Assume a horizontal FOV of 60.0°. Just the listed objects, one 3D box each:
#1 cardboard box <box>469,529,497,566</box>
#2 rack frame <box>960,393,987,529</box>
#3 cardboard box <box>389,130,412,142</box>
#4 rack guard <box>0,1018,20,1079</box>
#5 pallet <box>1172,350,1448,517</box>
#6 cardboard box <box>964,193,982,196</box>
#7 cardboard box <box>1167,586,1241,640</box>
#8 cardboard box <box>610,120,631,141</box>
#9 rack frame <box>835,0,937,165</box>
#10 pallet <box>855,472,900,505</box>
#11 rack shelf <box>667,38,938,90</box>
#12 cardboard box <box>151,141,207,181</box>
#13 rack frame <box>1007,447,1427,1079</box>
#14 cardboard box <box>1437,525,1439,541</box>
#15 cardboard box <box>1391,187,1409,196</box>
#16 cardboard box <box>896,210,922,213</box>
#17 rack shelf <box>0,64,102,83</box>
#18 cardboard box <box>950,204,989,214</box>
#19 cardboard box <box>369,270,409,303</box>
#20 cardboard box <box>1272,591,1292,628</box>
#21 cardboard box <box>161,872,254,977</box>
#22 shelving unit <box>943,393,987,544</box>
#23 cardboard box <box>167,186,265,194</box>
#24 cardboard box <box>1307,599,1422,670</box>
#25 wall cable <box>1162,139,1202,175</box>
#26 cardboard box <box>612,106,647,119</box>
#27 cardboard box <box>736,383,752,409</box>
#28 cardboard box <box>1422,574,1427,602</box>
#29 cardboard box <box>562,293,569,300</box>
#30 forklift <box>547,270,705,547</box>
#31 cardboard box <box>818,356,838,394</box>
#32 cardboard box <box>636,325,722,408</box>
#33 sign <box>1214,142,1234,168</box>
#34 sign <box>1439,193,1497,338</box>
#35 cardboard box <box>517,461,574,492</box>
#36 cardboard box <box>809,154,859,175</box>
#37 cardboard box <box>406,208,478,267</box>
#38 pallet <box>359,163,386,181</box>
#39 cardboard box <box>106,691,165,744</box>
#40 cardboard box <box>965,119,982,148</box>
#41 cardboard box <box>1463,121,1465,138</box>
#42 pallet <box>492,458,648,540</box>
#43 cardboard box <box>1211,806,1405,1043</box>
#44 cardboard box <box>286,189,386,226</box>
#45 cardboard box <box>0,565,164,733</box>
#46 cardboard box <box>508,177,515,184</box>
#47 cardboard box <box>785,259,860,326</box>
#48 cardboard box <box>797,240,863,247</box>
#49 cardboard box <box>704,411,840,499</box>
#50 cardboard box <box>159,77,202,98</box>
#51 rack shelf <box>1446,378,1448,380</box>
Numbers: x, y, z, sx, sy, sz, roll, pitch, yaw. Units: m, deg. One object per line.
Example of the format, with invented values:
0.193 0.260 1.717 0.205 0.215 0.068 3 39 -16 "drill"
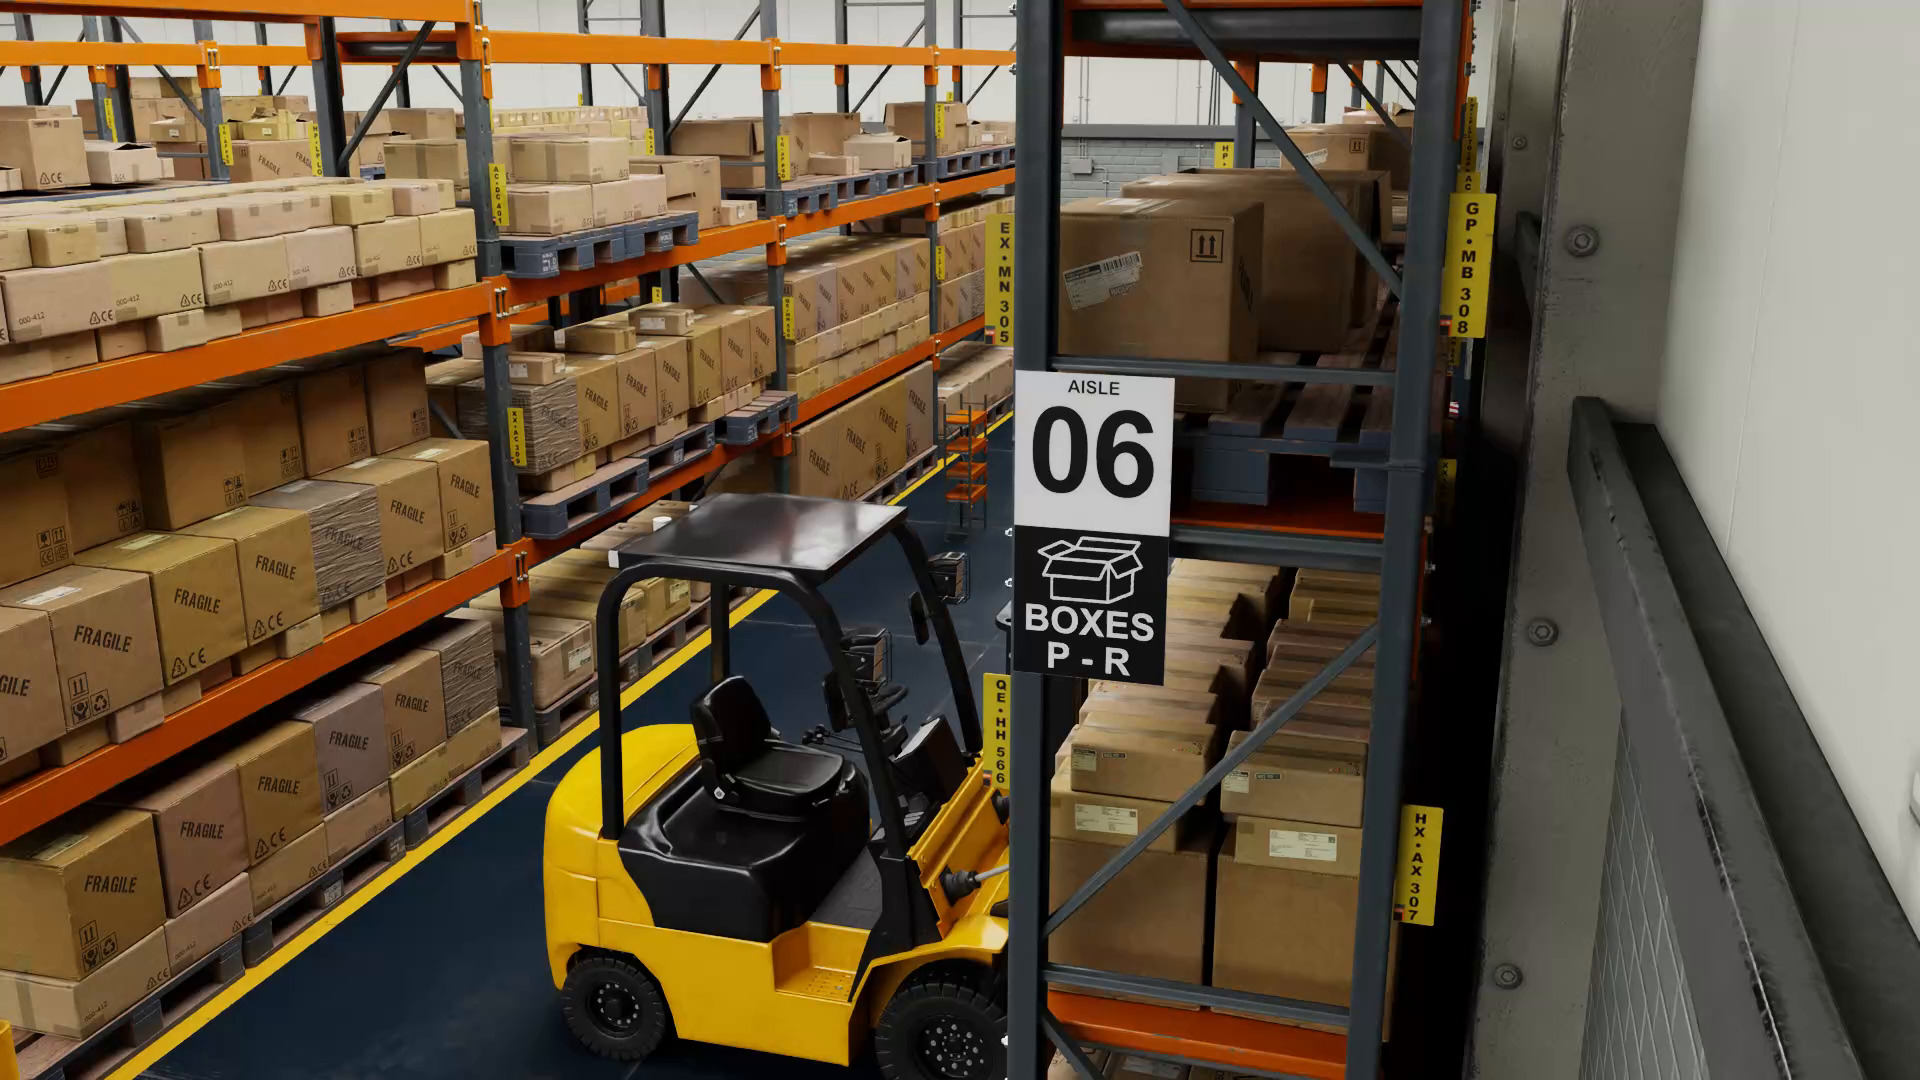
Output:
-2.795 0.030 9.187 0.380 0.149 0.250 4 16 15 "cardboard box"
0.116 -0.684 14.543 0.240 1.200 0.015 5 16 16 "rack frame"
-5.949 -4.037 16.963 0.500 0.311 0.500 4 16 15 "cardboard box"
-4.111 2.030 6.254 1.175 0.500 0.348 5 16 16 "rack guard"
0.853 -0.352 4.737 1.003 0.211 1.213 5 16 16 "pallet"
0.048 -4.108 20.111 0.380 0.149 0.250 5 17 17 "cardboard box"
0.793 0.277 5.940 0.380 0.149 0.250 5 17 17 "cardboard box"
-4.392 -5.033 20.438 0.500 0.250 0.500 4 16 14 "cardboard box"
-0.723 -5.178 16.093 1.000 3.000 0.127 5 16 16 "rack frame"
-1.215 -0.422 15.431 1.003 0.211 1.213 5 16 16 "pallet"
-1.291 -4.116 14.401 1.077 0.370 4.000 5 16 16 "rack shelf"
-6.716 -3.263 14.656 0.500 0.500 0.500 5 16 16 "cardboard box"
0.627 1.232 4.490 1.000 3.000 0.127 5 16 16 "rack frame"
3.598 -0.214 13.399 0.500 0.500 0.500 6 17 19 "cardboard box"
2.641 -1.995 9.845 0.380 0.166 0.250 5 16 16 "cardboard box"
-0.626 -3.431 17.724 0.380 0.149 0.250 4 16 15 "cardboard box"
-10.793 -4.885 17.111 1.077 0.370 4.000 5 16 16 "rack shelf"
0.101 -3.665 18.548 0.380 0.149 0.250 5 17 18 "cardboard box"
-2.999 -1.287 8.332 0.380 0.149 0.250 5 17 16 "cardboard box"
1.112 0.503 6.875 0.500 0.500 0.500 4 16 15 "cardboard box"
-3.486 1.646 7.298 0.500 0.250 0.500 5 17 18 "cardboard box"
0.047 -0.621 14.318 0.258 1.200 0.503 5 16 16 "shelving unit"
-3.629 -1.642 8.124 0.380 0.149 0.250 4 16 15 "cardboard box"
1.400 0.326 5.767 0.380 0.149 0.250 4 16 15 "cardboard box"
3.357 -5.197 25.293 0.588 1.984 0.122 5 16 16 "wall cable"
-4.174 -5.389 20.963 0.380 0.149 0.250 4 16 15 "cardboard box"
-1.763 -1.077 12.321 0.380 0.149 0.250 4 16 15 "cardboard box"
1.761 0.137 6.979 0.380 0.149 0.250 5 17 16 "cardboard box"
-4.776 -2.925 19.606 0.380 0.149 0.250 5 17 18 "cardboard box"
-3.139 -1.502 14.254 1.130 2.935 3.031 5 17 17 "forklift"
-1.350 -1.417 14.104 0.500 0.250 0.500 4 16 14 "cardboard box"
-2.001 -1.230 11.670 0.500 0.500 0.500 3 16 12 "cardboard box"
1.241 -1.697 7.796 0.100 0.325 0.005 5 16 16 "sign"
1.157 -0.625 3.793 0.100 0.325 0.005 5 16 16 "sign"
-2.536 -0.400 9.933 0.380 0.149 0.250 5 17 17 "cardboard box"
-1.116 -3.318 14.692 0.380 0.166 0.250 6 17 21 "cardboard box"
-2.864 -1.576 8.621 0.500 0.250 0.500 4 16 15 "cardboard box"
-6.067 -3.577 16.291 1.213 0.211 1.003 5 16 16 "pallet"
-3.511 0.703 6.815 0.380 0.149 0.250 5 17 17 "cardboard box"
-0.059 -4.601 18.766 0.500 0.311 0.500 5 17 17 "cardboard box"
4.451 -3.770 15.439 0.500 0.250 0.500 4 16 15 "cardboard box"
-2.640 -0.295 10.224 1.003 0.211 1.213 5 16 16 "pallet"
1.034 1.076 4.857 0.500 0.500 0.500 5 17 18 "cardboard box"
-2.985 -1.592 7.945 0.380 0.149 0.250 5 17 18 "cardboard box"
-3.588 0.418 6.629 0.500 0.500 0.500 5 17 18 "cardboard box"
-2.821 -2.068 10.130 0.500 0.250 0.500 5 17 17 "cardboard box"
-1.191 -2.149 14.394 0.500 0.500 0.500 5 17 17 "cardboard box"
-1.242 -2.593 15.958 0.500 0.500 0.500 5 16 16 "cardboard box"
-1.584 -0.599 14.069 0.875 0.875 0.875 4 16 15 "cardboard box"
-9.671 -5.681 20.854 0.500 0.250 0.500 4 16 14 "cardboard box"
4.606 -2.085 17.501 1.077 0.370 4.000 5 16 16 "rack shelf"
